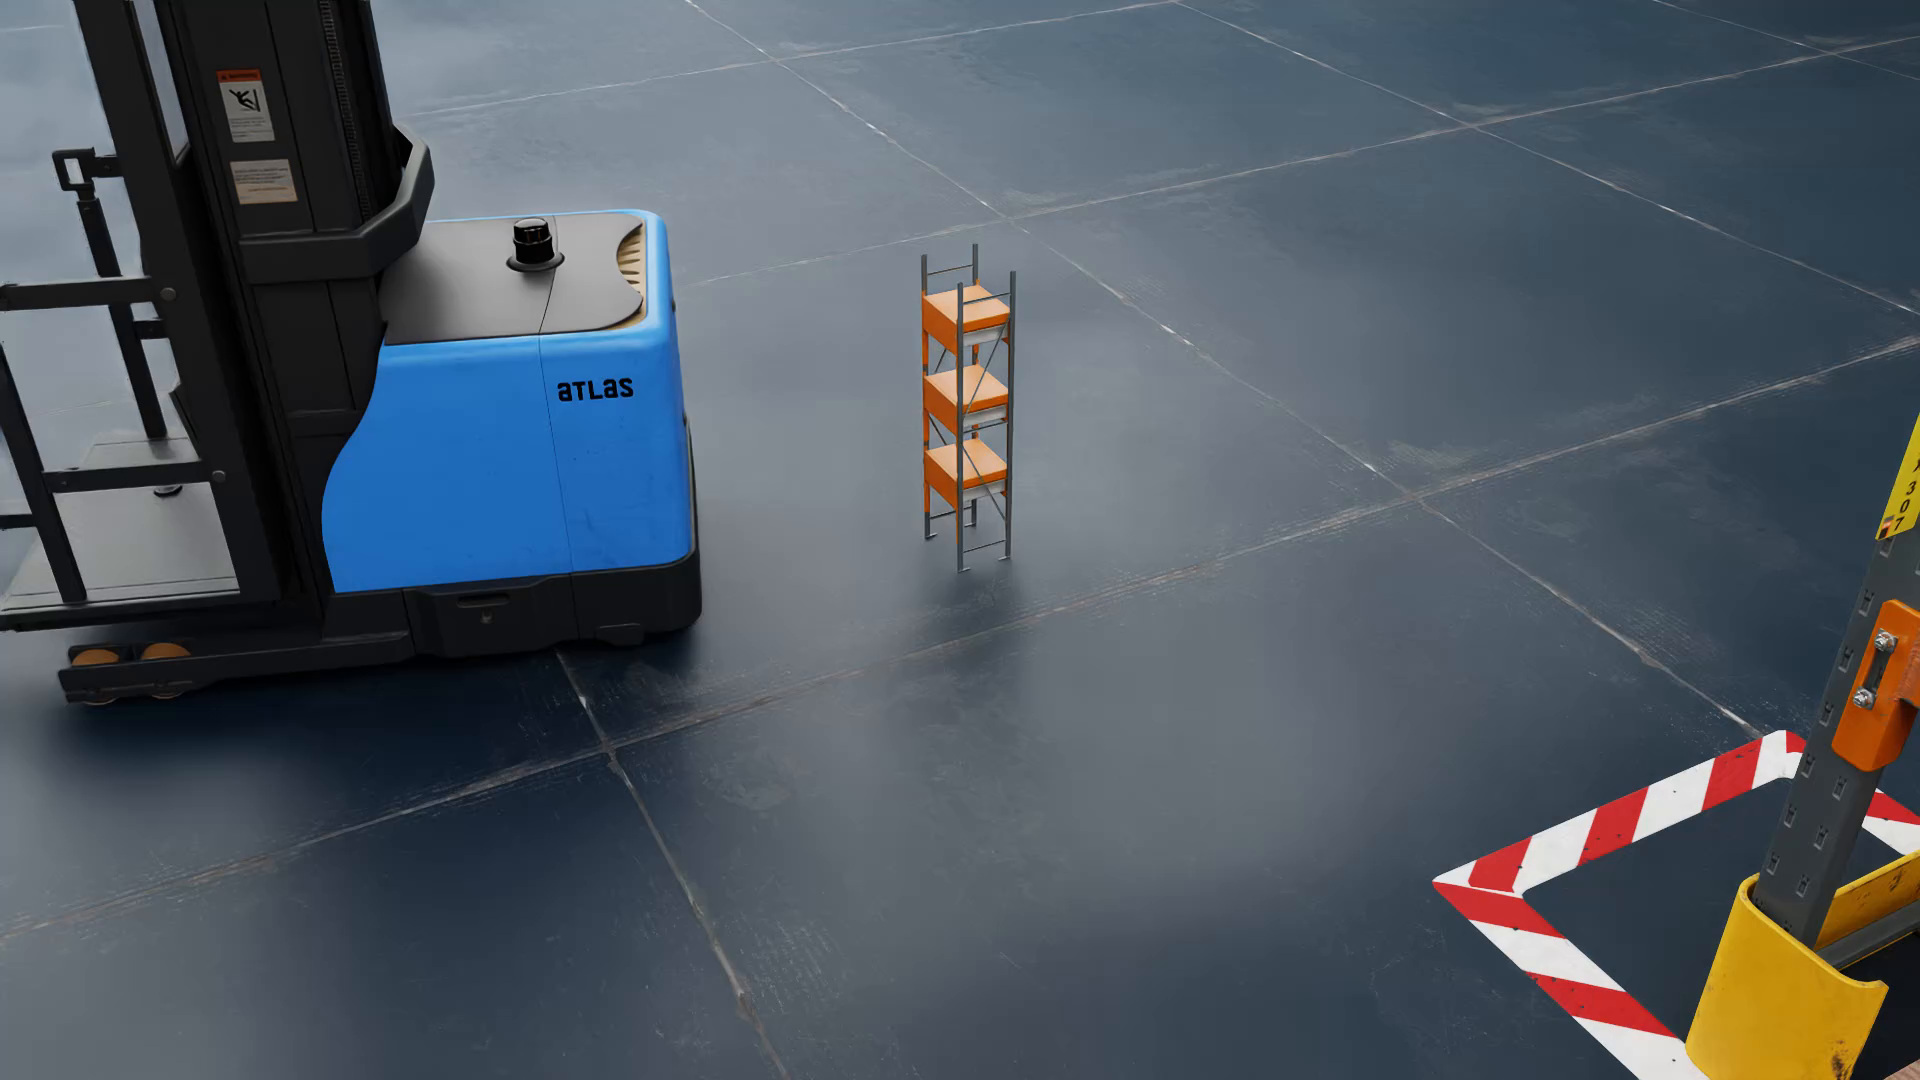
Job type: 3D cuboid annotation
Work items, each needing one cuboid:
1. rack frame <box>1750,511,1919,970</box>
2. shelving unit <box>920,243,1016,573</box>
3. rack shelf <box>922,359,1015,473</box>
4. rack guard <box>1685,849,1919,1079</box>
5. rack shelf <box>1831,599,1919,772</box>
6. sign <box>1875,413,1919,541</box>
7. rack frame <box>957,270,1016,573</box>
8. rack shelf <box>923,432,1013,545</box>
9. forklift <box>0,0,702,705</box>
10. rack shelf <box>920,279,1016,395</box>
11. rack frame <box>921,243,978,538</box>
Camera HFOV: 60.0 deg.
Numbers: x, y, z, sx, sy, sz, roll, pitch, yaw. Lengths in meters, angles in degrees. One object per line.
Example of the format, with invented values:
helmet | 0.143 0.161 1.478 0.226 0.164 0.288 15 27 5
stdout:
rack frame | 2.192 -0.168 3.232 1.000 3.000 0.127 -16 36 -23
shelving unit | 0.025 -0.417 5.427 0.215 1.050 0.252 -16 36 -23
rack shelf | 0.025 -0.408 5.433 0.215 0.259 0.240 -16 36 -23
rack guard | 2.270 0.909 3.868 1.175 0.500 0.348 -16 36 -23
rack shelf | 3.125 1.089 1.936 1.077 0.370 4.000 -16 36 -23
sign | 1.704 -0.149 2.945 0.100 0.325 0.005 -16 36 -23
rack frame | 0.082 -0.358 5.336 0.200 1.050 0.008 -16 36 -23
rack shelf | 0.025 -0.174 5.583 0.215 0.259 0.240 -16 36 -23
forklift | -2.380 -1.047 4.667 3.031 2.935 1.130 -5 33 -8
rack shelf | 0.025 -0.647 5.280 0.215 0.259 0.240 -16 36 -23
rack frame | -0.032 -0.475 5.518 0.200 1.050 0.008 -16 36 -23
